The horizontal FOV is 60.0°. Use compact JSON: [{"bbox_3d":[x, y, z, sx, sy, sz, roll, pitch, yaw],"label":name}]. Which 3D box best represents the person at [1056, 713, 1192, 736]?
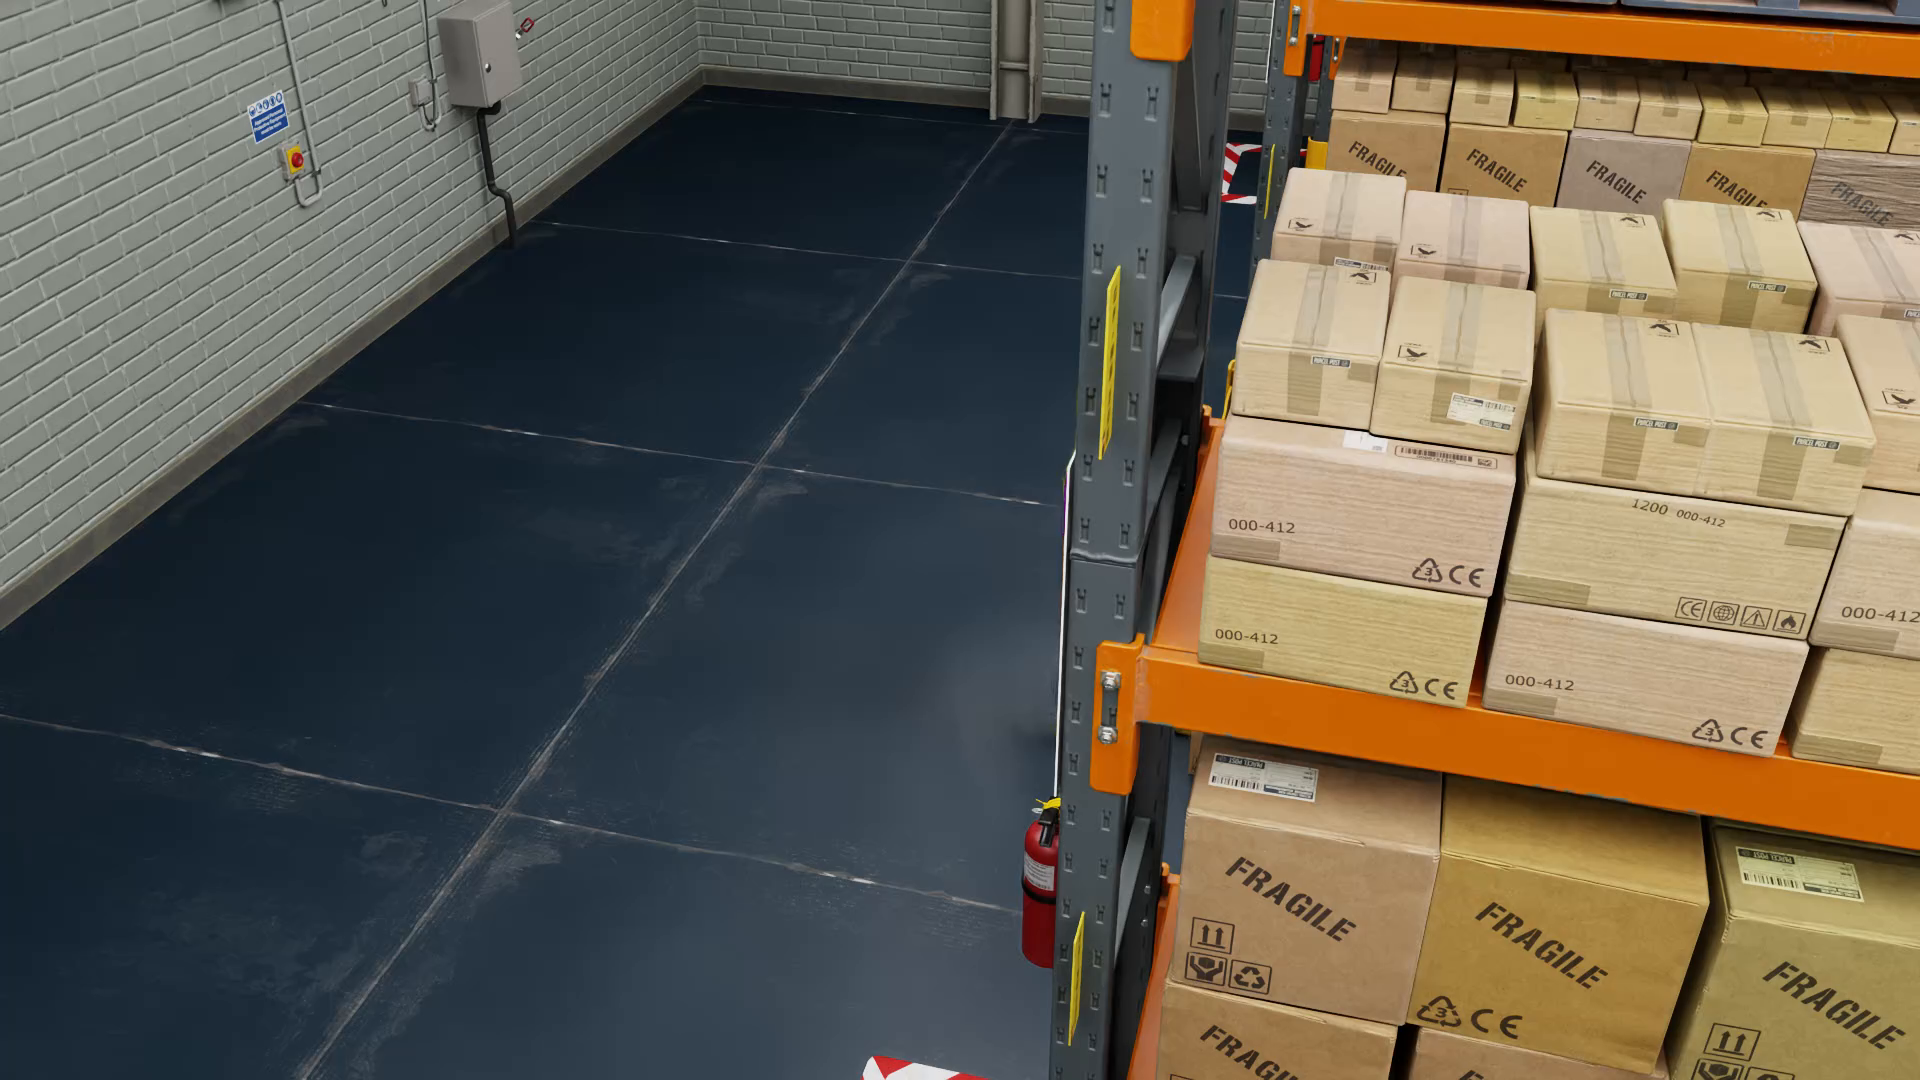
[{"bbox_3d":[0.764,0.155,6.866,0.684,1.758,0.610,11,34,17],"label":"person"}]
